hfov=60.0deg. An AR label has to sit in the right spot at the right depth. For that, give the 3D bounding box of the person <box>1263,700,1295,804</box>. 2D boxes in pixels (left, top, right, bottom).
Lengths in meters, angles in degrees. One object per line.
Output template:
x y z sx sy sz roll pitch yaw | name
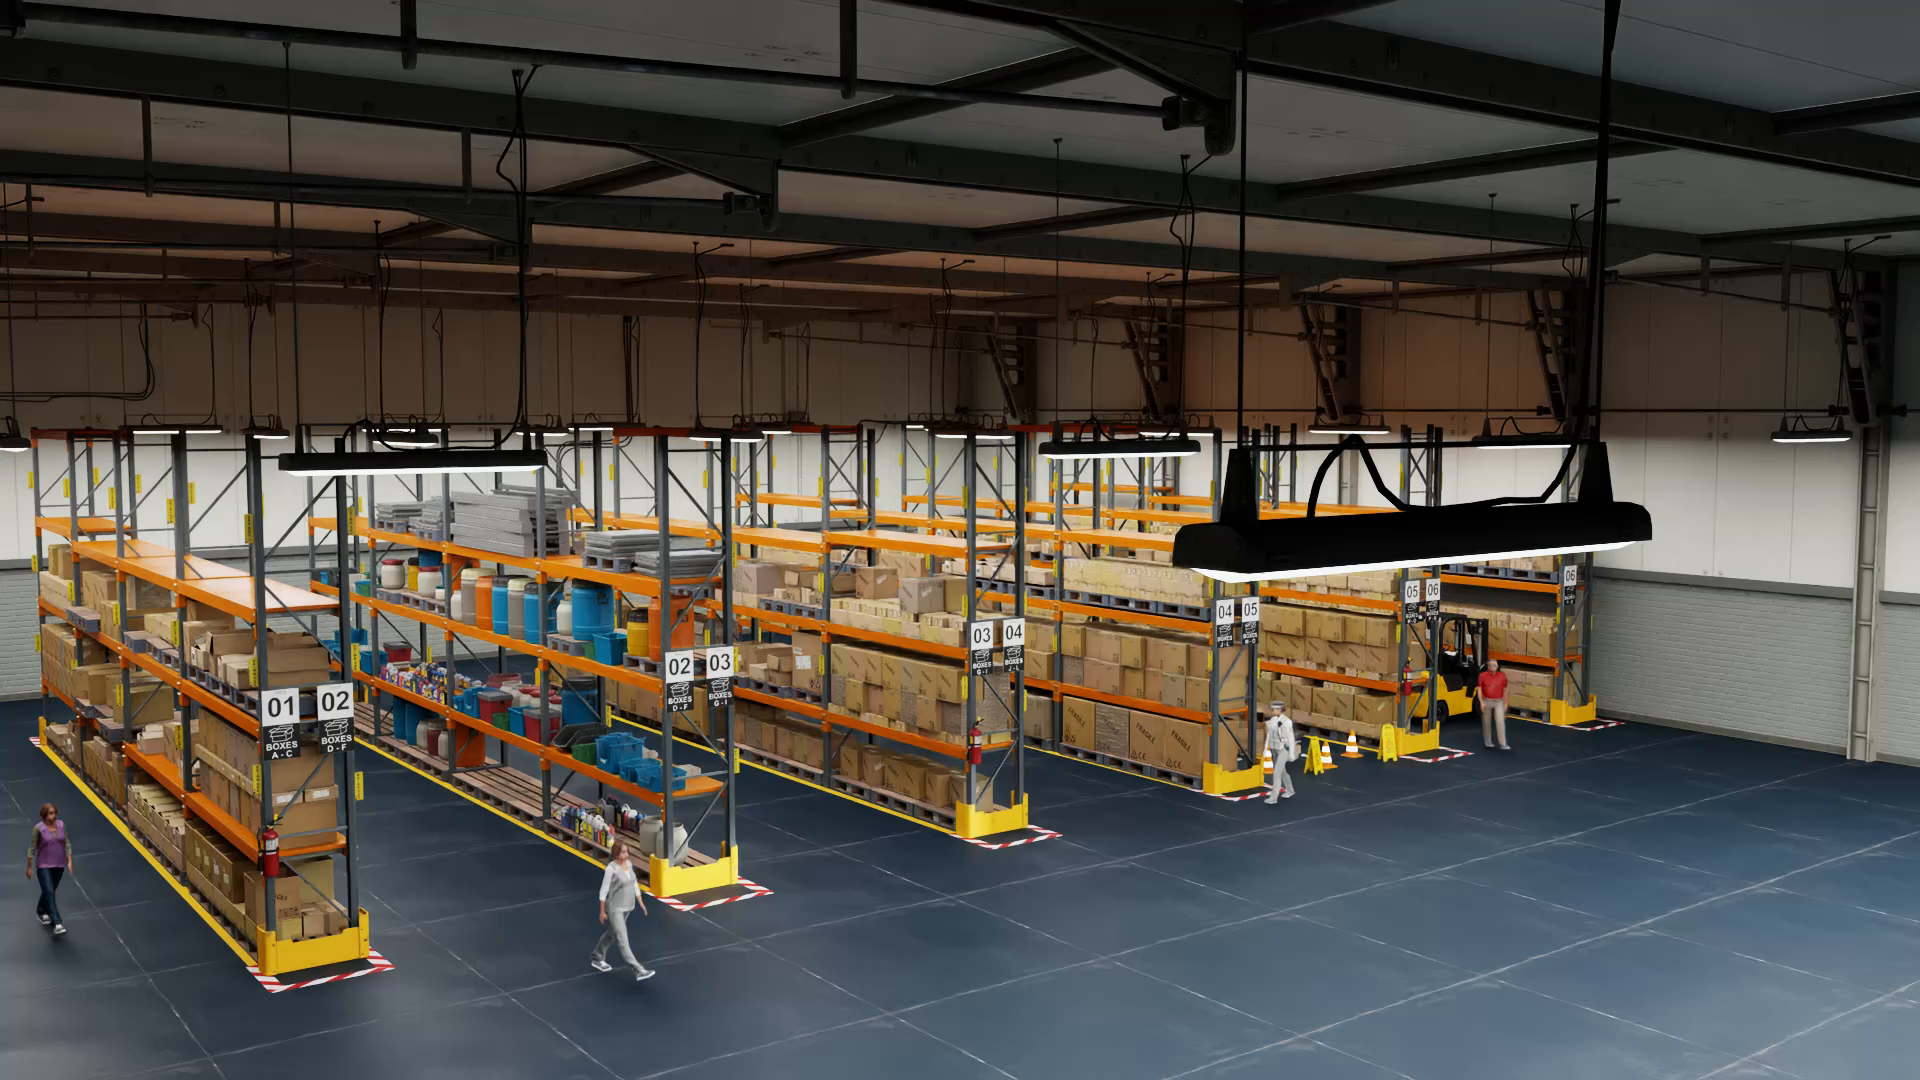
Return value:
5.143 3.399 26.893 0.837 1.626 0.517 -3 5 -30 | person

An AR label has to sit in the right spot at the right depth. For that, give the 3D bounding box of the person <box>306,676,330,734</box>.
-12.049 3.060 31.151 0.561 1.647 0.496 0 4 -5 | person

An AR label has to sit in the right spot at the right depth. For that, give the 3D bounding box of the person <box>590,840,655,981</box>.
-3.727 4.142 18.453 1.016 1.429 0.438 2 5 23 | person

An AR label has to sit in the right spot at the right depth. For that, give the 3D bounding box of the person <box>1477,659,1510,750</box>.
9.882 3.049 30.805 0.581 1.685 1.004 1 5 14 | person

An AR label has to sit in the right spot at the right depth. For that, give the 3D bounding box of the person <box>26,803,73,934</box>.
-11.000 3.952 20.157 0.969 1.543 0.452 3 5 30 | person
